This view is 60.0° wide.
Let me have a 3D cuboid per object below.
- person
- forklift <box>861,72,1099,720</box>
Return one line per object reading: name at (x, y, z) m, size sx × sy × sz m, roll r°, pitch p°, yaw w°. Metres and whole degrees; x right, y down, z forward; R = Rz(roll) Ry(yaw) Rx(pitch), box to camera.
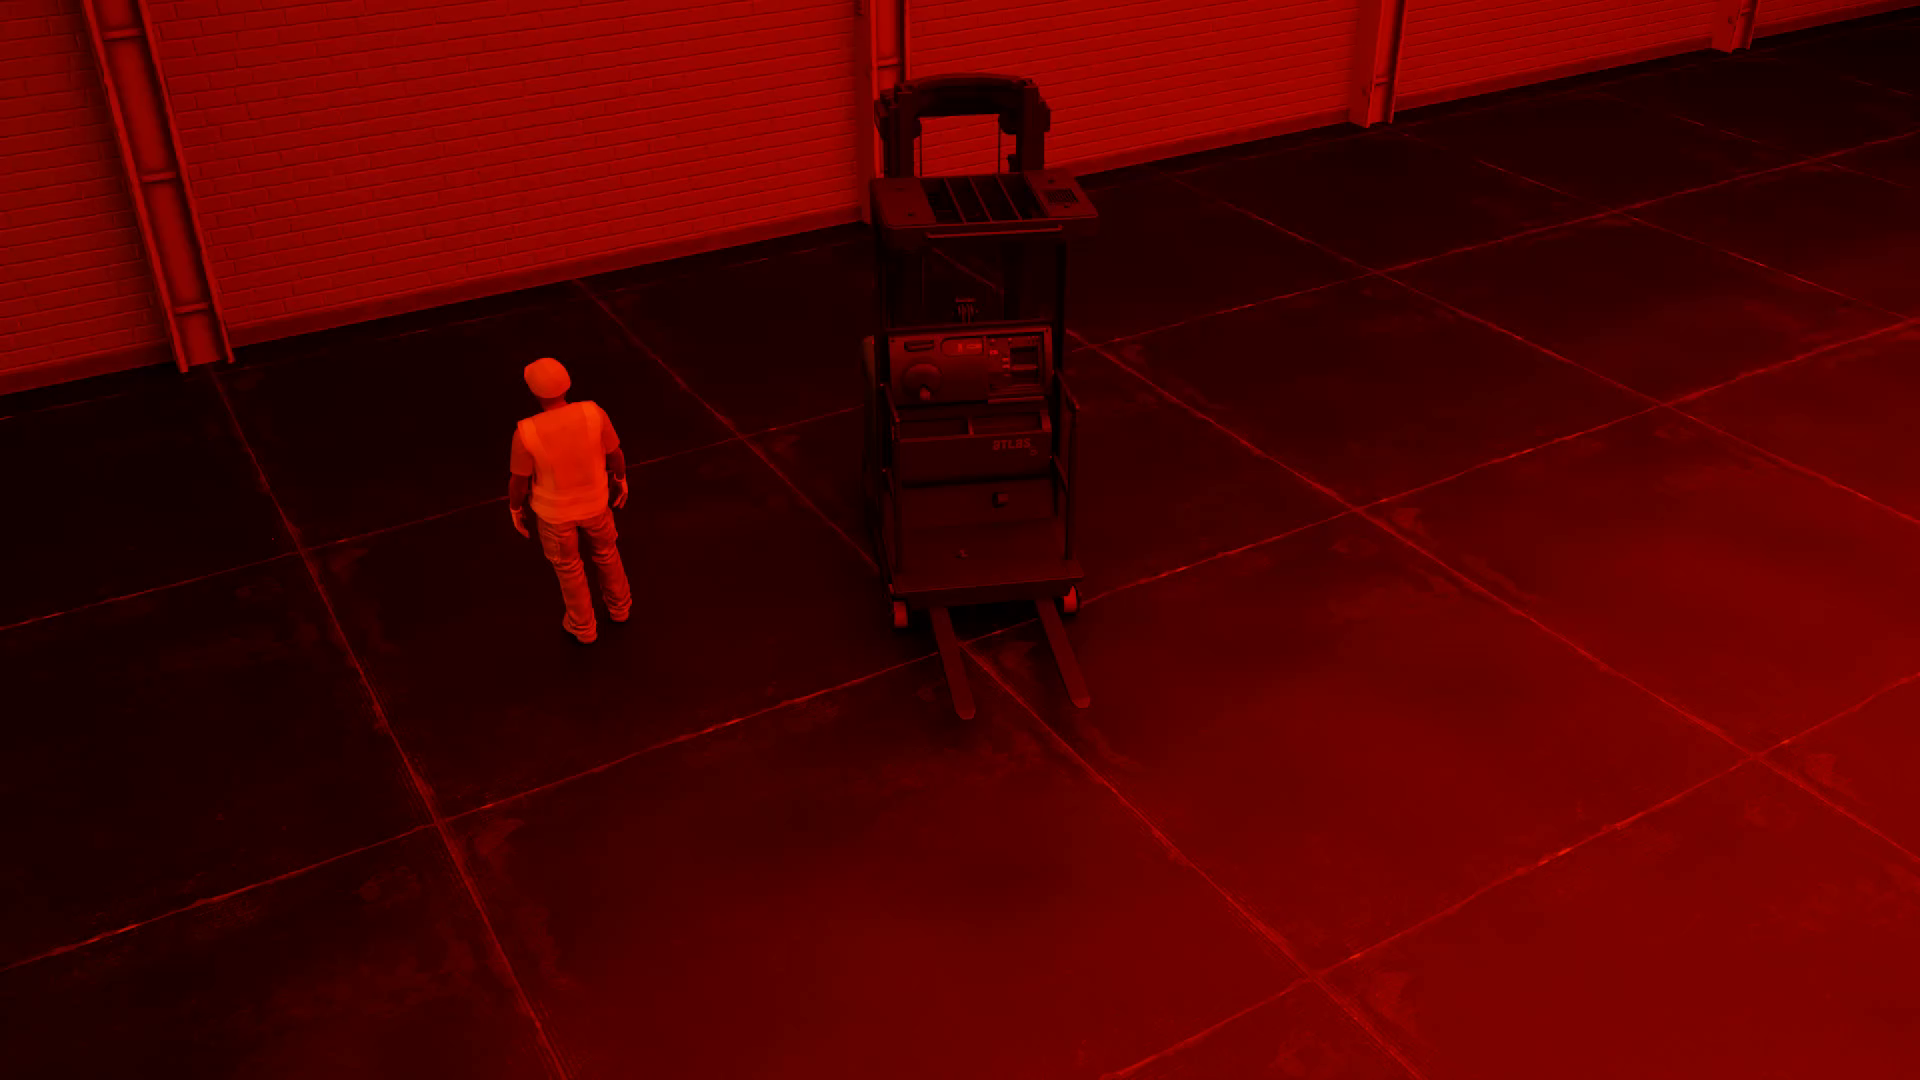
person at (-2.160, -0.239, 9.149) m, size 0.656 × 1.785 × 0.576 m, roll -15°, pitch 34°, yaw -23°
forklift at (0.099, -0.941, 9.218) m, size 1.130 × 2.935 × 3.031 m, roll -5°, pitch 31°, yaw -8°
